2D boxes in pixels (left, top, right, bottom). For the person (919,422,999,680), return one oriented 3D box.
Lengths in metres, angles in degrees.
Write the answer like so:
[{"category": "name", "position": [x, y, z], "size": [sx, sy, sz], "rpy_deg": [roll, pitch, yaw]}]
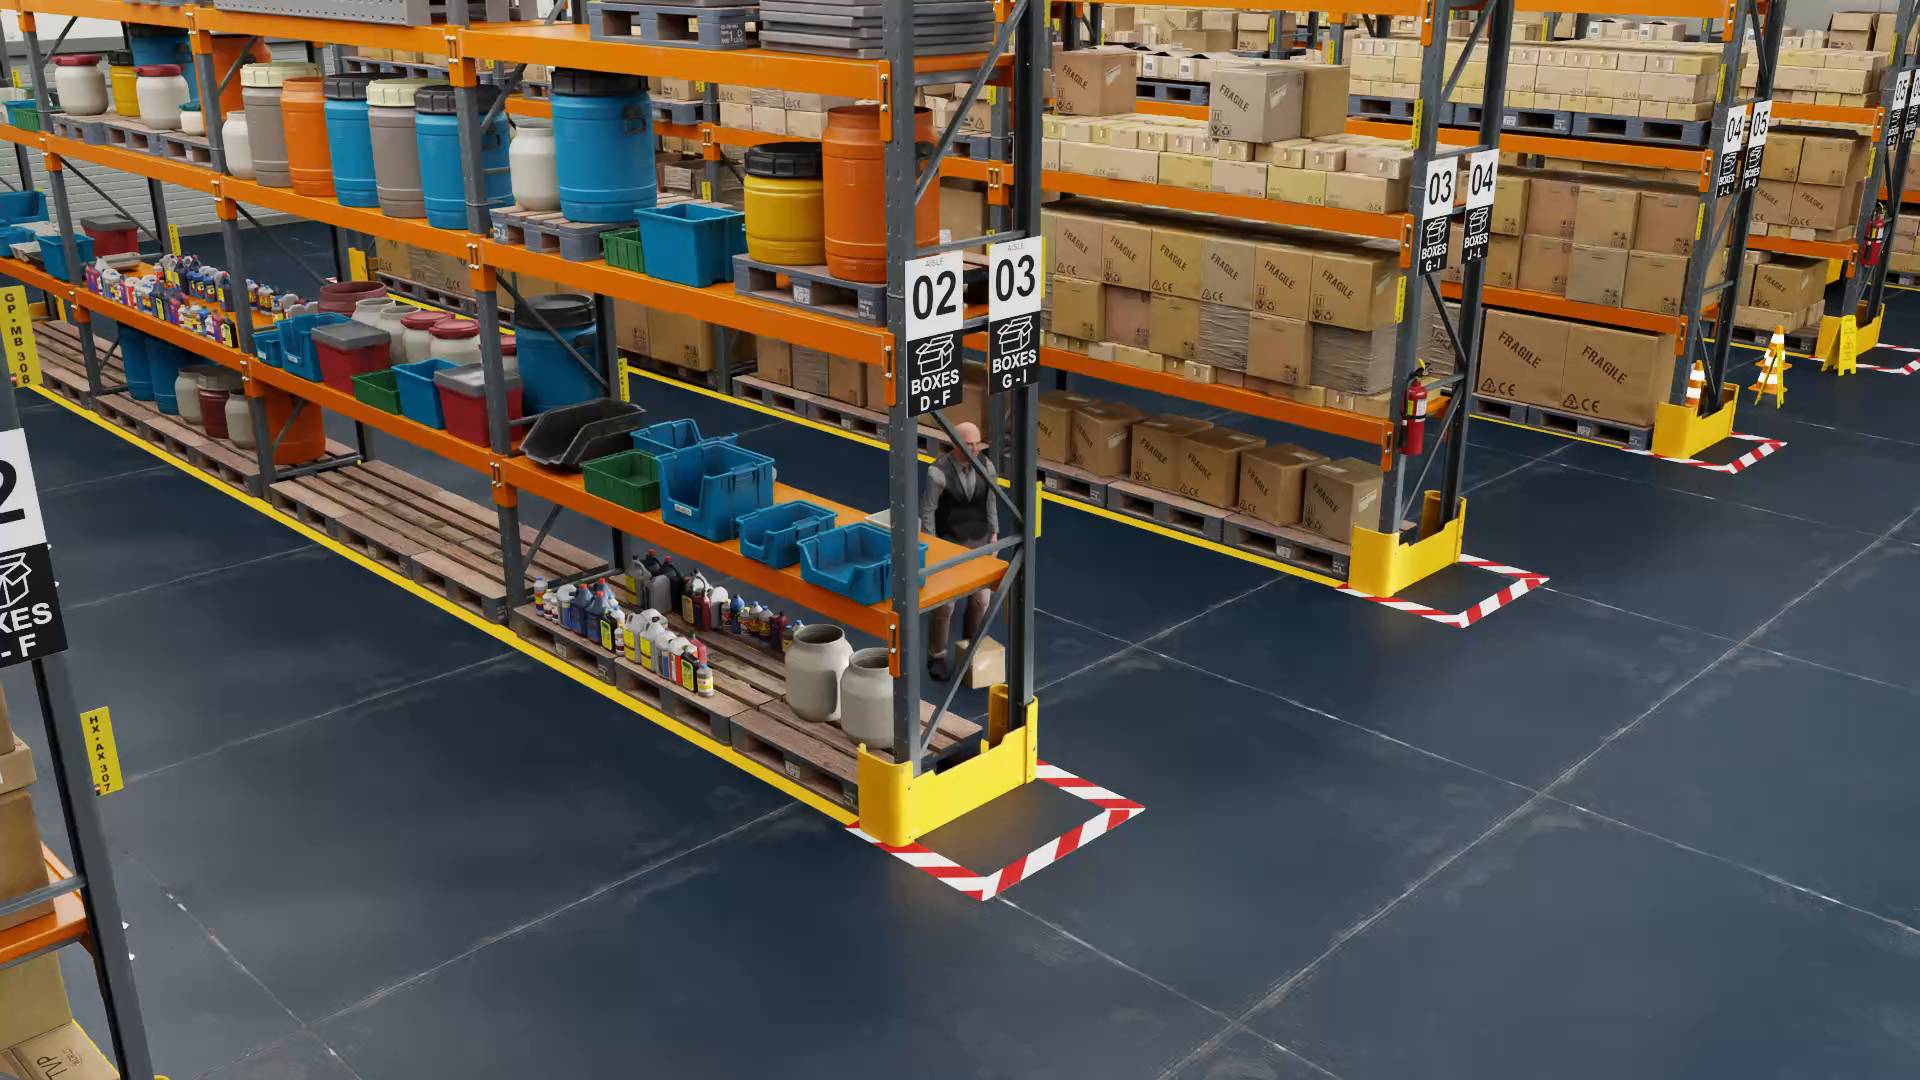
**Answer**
[{"category": "person", "position": [0.009, 0.044, 10.995], "size": [0.571, 1.721, 0.474], "rpy_deg": [-11, 23, -27]}]
